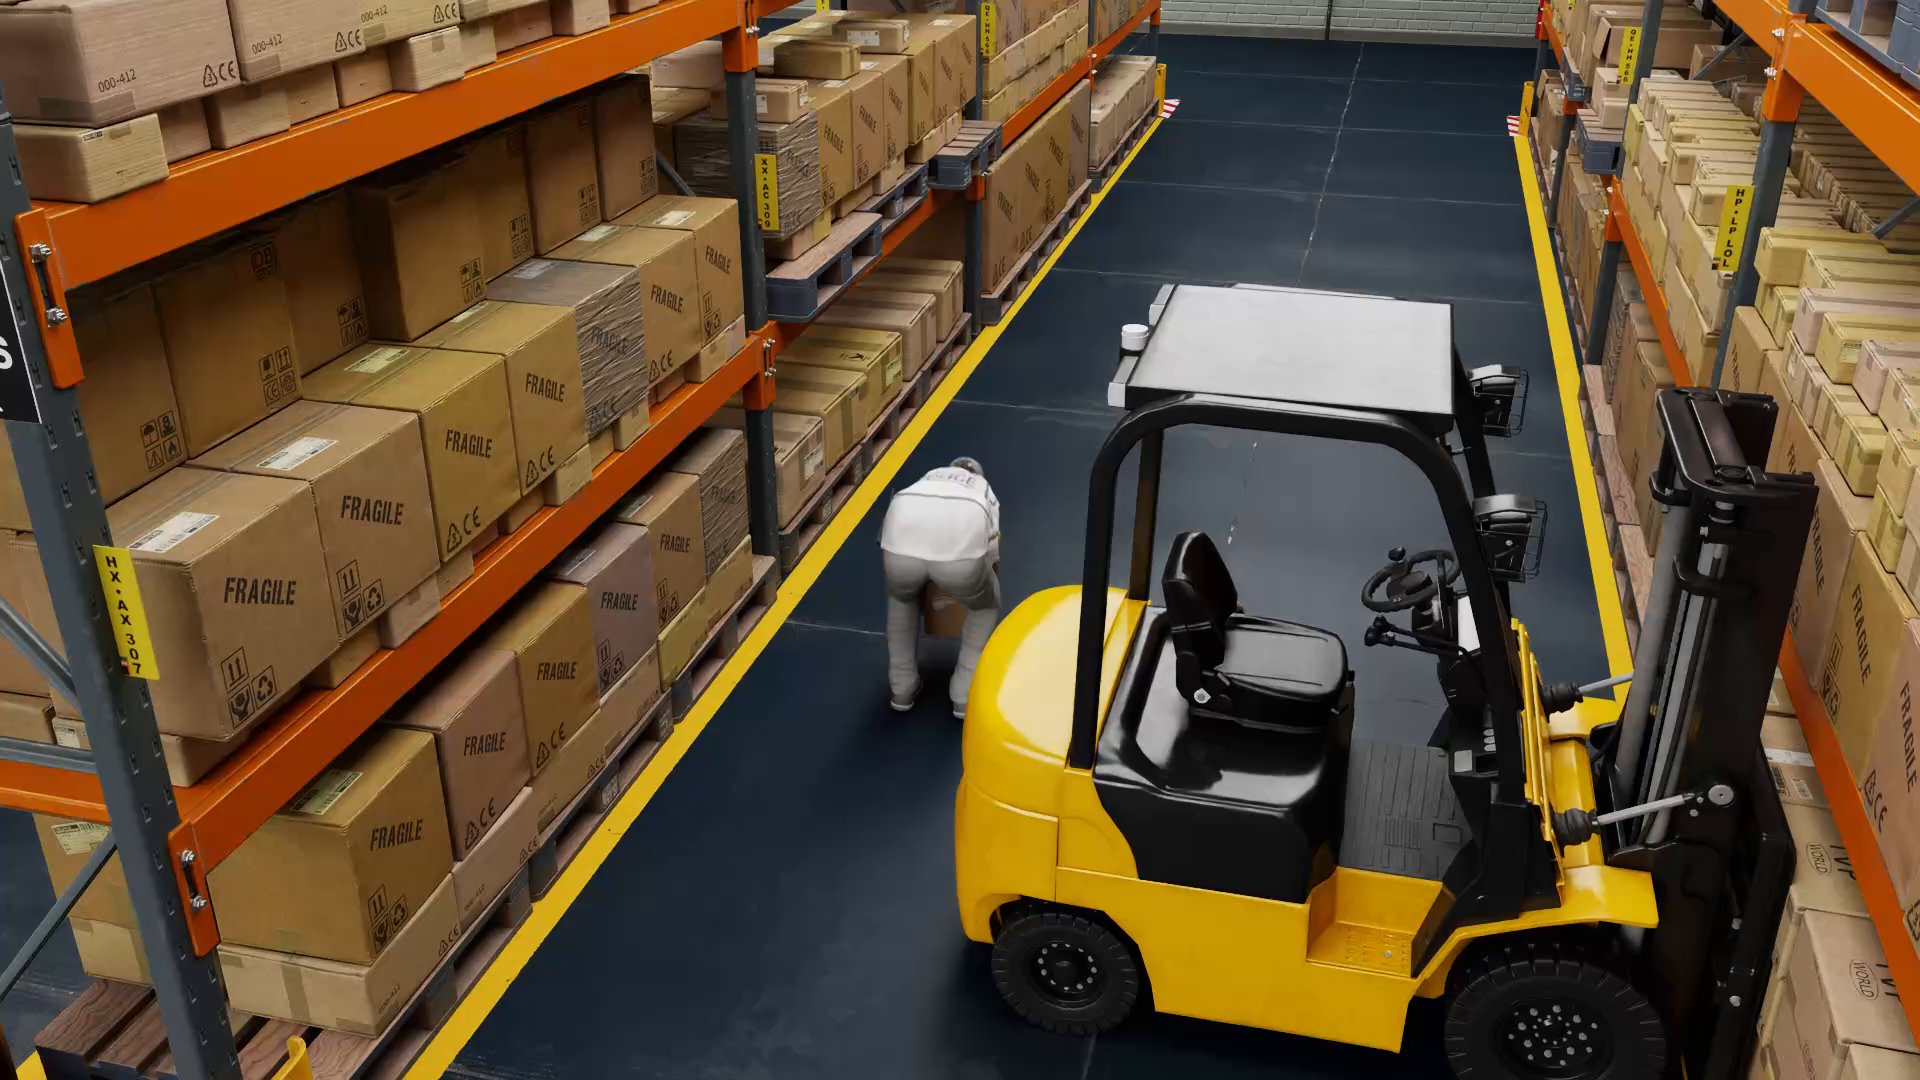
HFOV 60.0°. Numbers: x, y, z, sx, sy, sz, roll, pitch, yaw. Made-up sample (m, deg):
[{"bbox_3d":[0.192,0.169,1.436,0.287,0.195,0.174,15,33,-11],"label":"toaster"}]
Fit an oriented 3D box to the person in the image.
[{"bbox_3d":[-0.054,0.154,7.044,0.497,1.014,0.949,5,26,10],"label":"person"}]
